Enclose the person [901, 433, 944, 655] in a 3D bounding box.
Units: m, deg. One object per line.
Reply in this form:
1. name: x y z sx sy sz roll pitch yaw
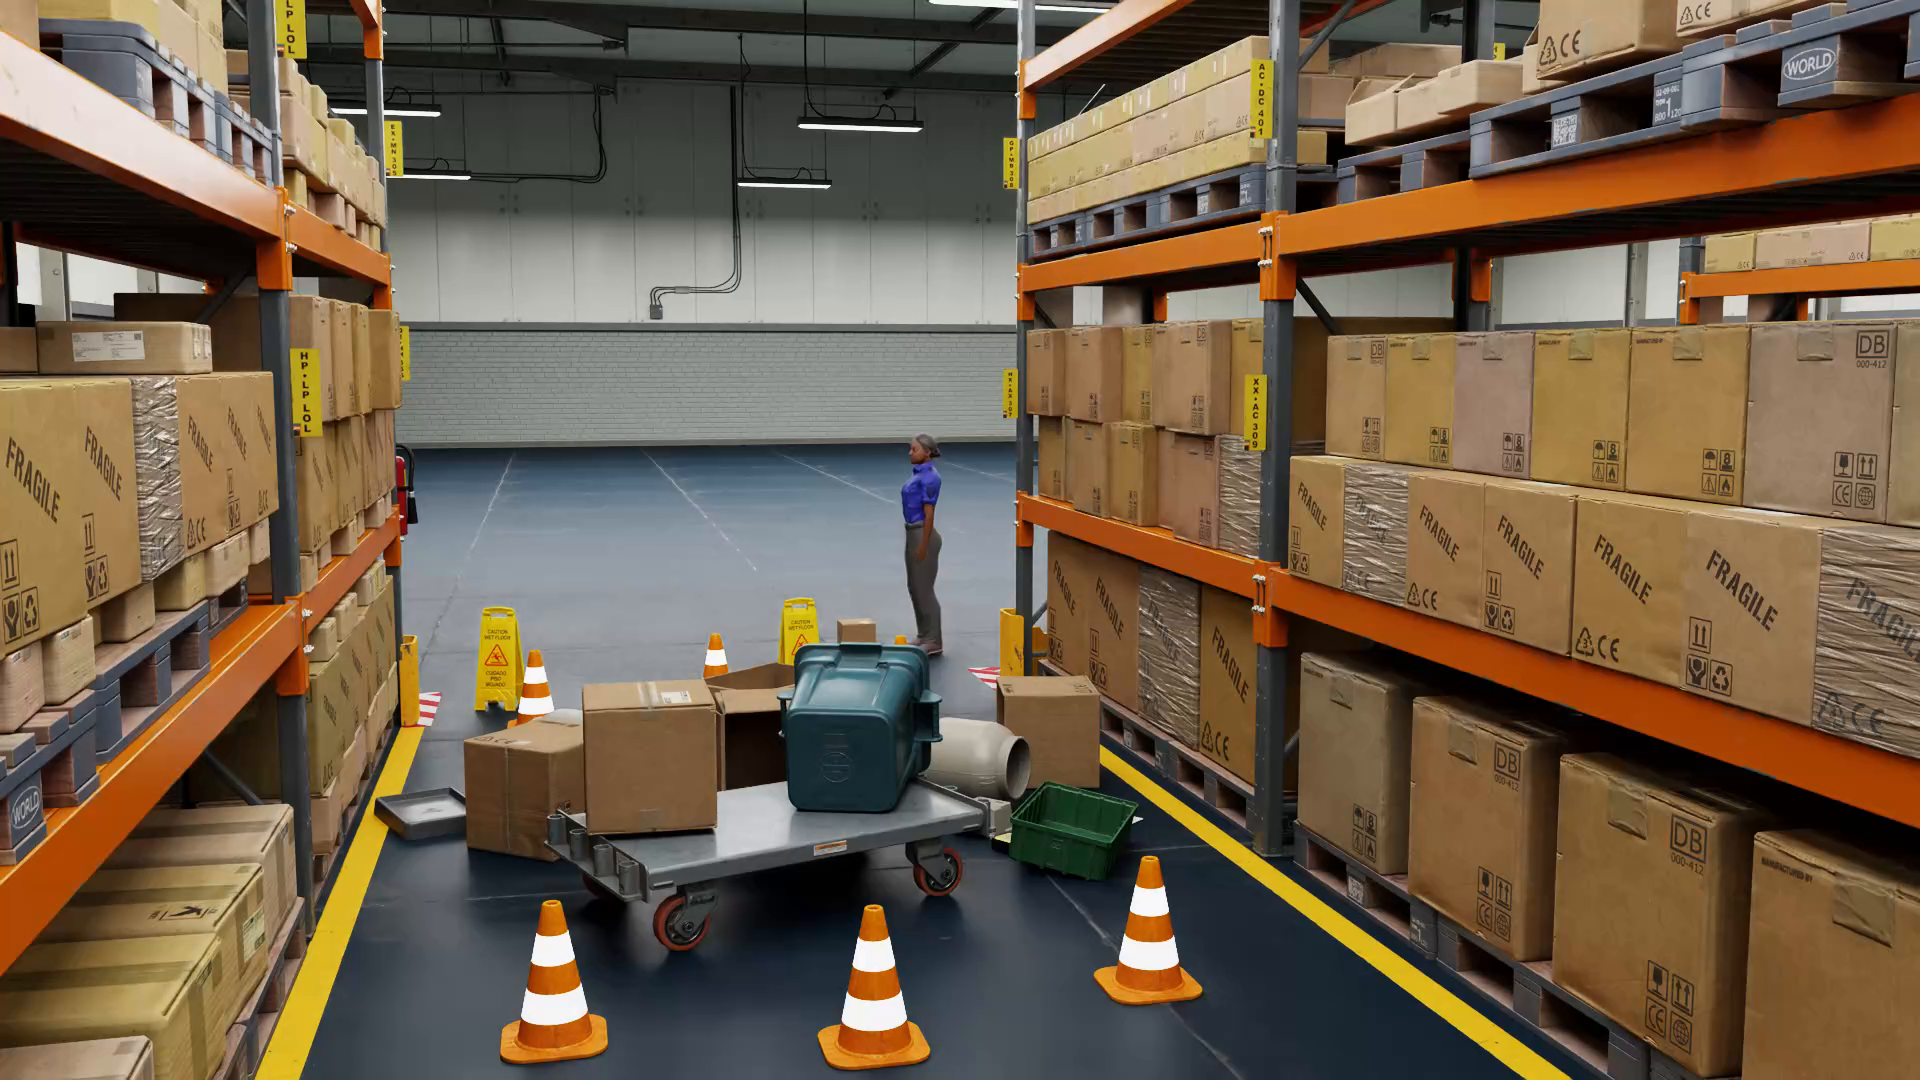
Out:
1. person: -0.286 0.026 12.477 0.304 1.657 0.436 -1 6 -12
